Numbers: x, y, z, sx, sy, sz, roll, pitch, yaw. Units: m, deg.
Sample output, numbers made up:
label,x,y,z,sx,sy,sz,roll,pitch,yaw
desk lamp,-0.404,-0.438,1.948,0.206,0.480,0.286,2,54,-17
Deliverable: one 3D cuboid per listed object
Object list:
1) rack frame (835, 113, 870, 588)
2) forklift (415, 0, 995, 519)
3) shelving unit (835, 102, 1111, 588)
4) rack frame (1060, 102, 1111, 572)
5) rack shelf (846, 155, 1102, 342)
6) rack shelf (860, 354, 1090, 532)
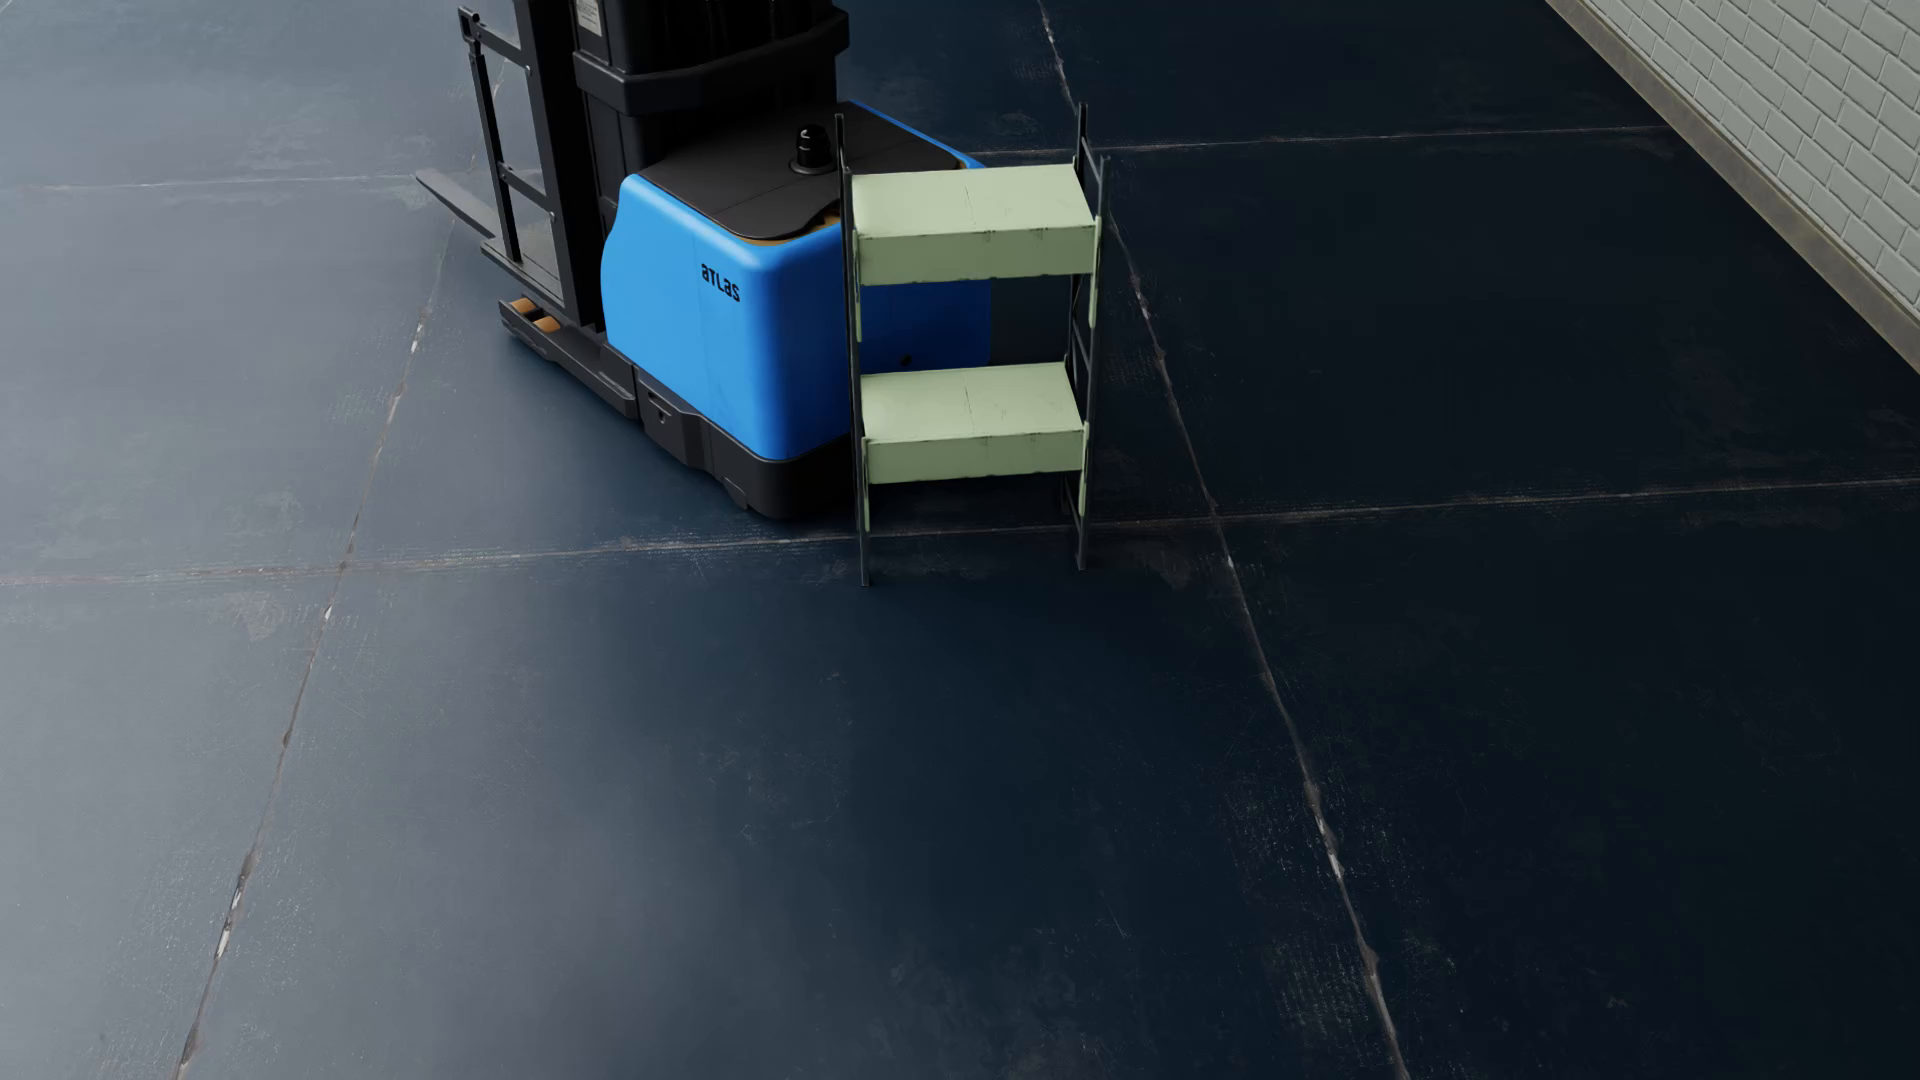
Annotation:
label,x,y,z,sx,sy,sz,roll,pitch,yaw
rack frame,-0.336,-0.553,5.240,0.023,1.500,0.400,-4,38,-5
forklift,-1.216,-2.059,5.994,1.130,2.935,3.031,-28,46,-31
shelving unit,0.028,-0.579,5.273,0.755,1.500,0.431,-4,38,-5
rack frame,0.392,-0.605,5.306,0.023,1.500,0.400,-4,38,-5
rack shelf,0.028,-0.886,5.032,0.720,0.370,0.431,-4,38,-5
rack shelf,0.028,-0.323,5.475,0.720,0.370,0.431,-4,38,-5
